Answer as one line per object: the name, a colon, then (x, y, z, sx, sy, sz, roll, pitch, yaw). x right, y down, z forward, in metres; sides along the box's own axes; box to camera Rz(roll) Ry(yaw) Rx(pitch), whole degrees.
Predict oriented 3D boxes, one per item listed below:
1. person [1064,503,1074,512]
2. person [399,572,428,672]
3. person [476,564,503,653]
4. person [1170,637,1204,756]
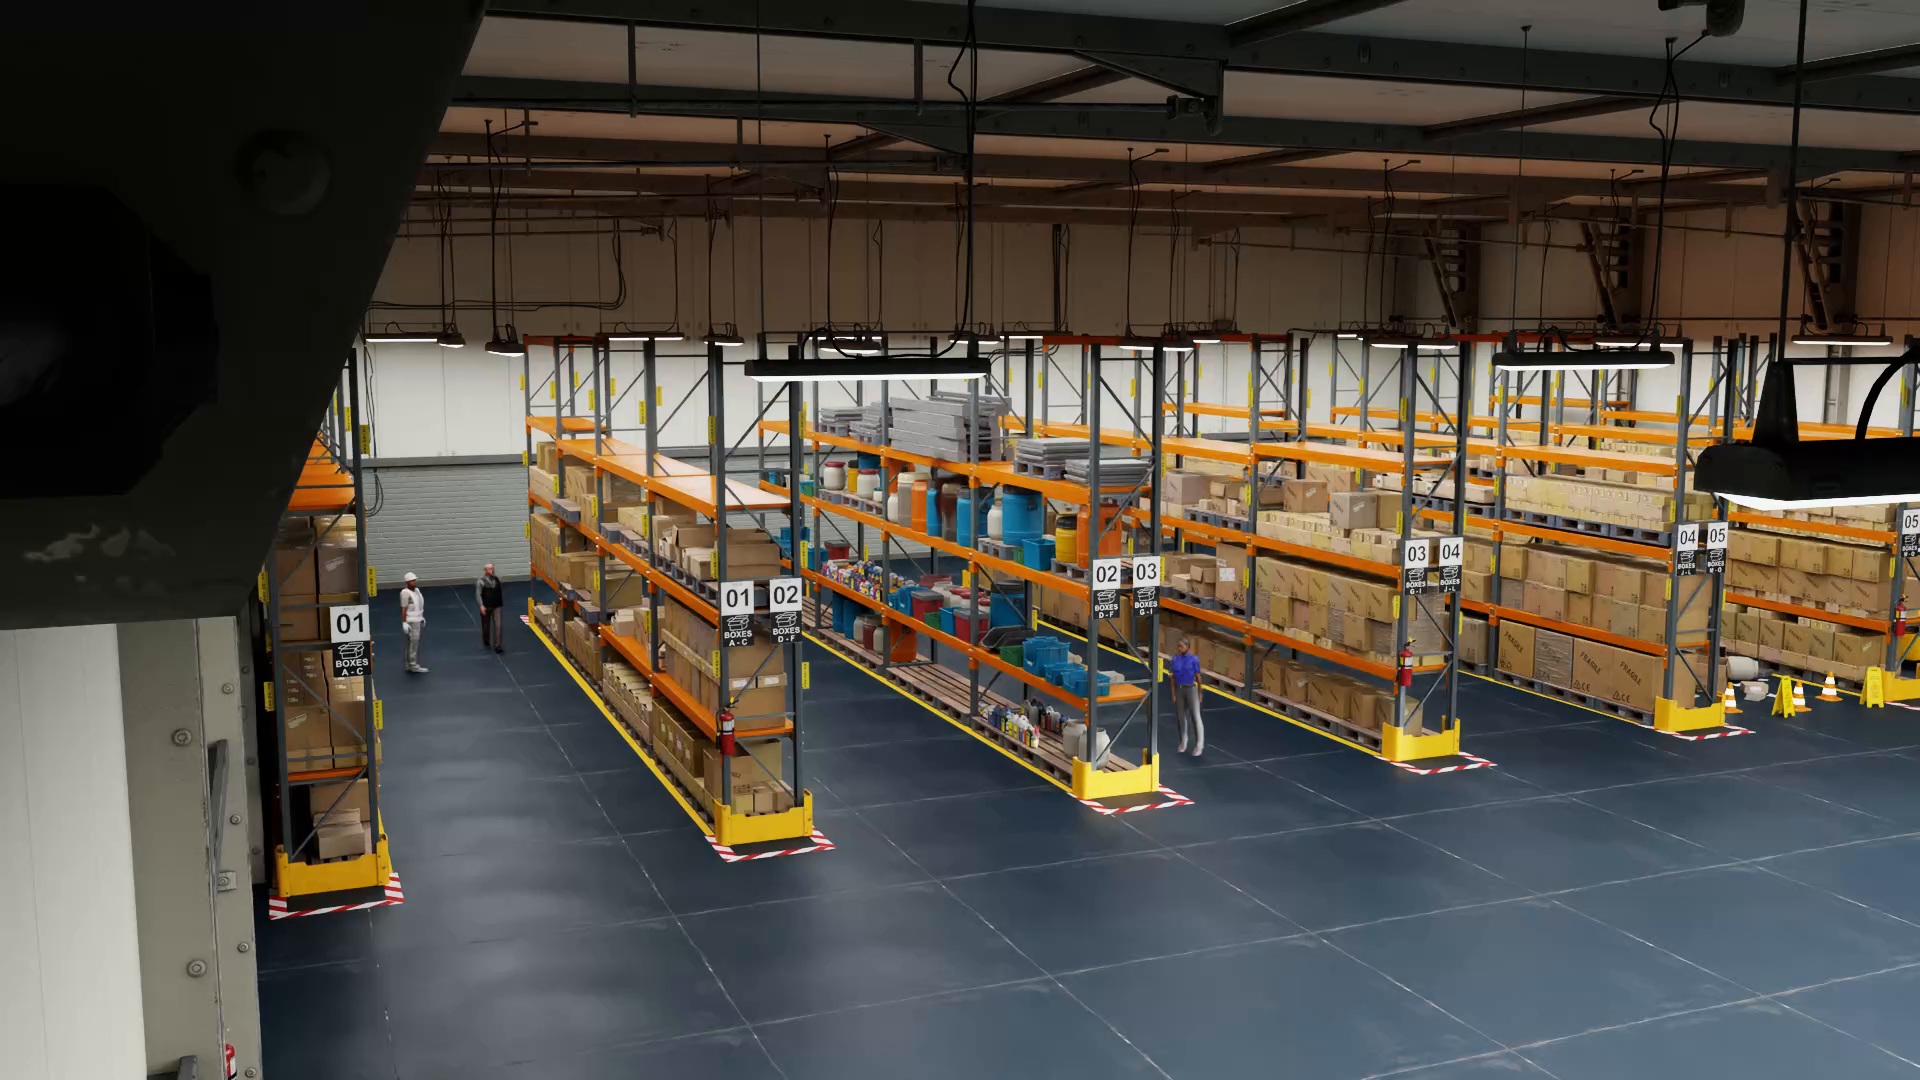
person: (2.821, -0.142, 42.661, 0.863, 1.615, 0.523, 6, 9, 36)
person: (-9.837, 1.469, 29.964, 0.438, 1.795, 0.581, -2, 8, -12)
person: (-8.967, 1.293, 31.719, 0.515, 1.685, 1.012, -2, 8, -18)
person: (3.294, 2.260, 24.212, 0.557, 1.683, 0.396, 4, 8, 27)
